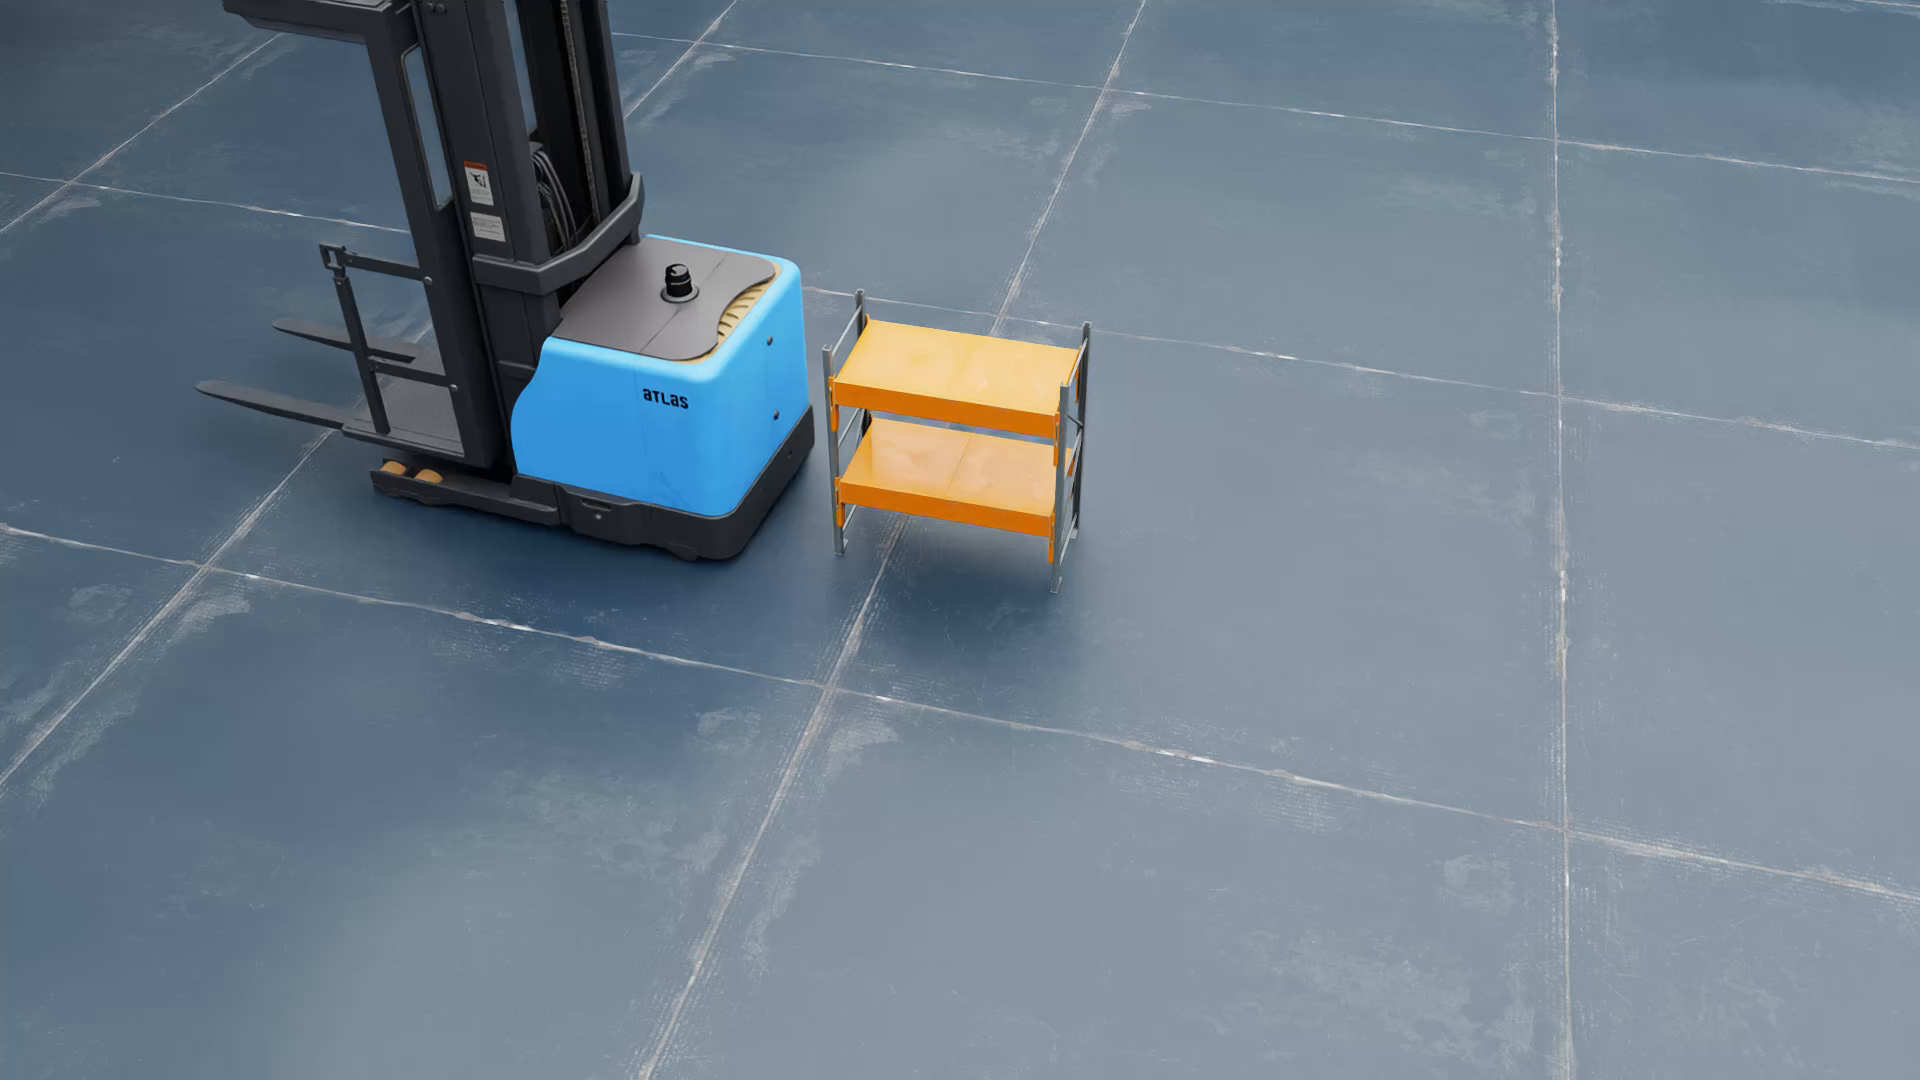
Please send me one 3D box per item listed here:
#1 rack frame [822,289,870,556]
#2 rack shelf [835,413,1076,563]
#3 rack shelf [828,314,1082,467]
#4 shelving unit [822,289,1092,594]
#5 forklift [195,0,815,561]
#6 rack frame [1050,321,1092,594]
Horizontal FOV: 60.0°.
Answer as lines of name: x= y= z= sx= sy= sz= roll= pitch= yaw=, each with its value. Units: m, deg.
rack frame: x=-0.498 y=-0.516 z=7.490 sx=0.032 sy=1.125 sz=0.500 roll=10 pitch=41 yaw=11
rack shelf: x=-0.007 y=-0.245 z=7.547 sx=1.000 sy=0.278 sz=0.538 roll=10 pitch=41 yaw=11
rack shelf: x=-0.007 y=-0.656 z=7.201 sx=1.000 sy=0.278 sz=0.538 roll=10 pitch=41 yaw=11
shelving unit: x=-0.007 y=-0.432 z=7.390 sx=1.048 sy=1.125 sz=0.538 roll=10 pitch=41 yaw=11
forklift: x=-2.289 y=-1.598 z=7.373 sx=3.031 sy=2.935 sz=1.130 roll=13 pitch=42 yaw=15
rack frame: x=0.485 y=-0.347 z=7.289 sx=0.032 sy=1.125 sz=0.500 roll=10 pitch=41 yaw=11
